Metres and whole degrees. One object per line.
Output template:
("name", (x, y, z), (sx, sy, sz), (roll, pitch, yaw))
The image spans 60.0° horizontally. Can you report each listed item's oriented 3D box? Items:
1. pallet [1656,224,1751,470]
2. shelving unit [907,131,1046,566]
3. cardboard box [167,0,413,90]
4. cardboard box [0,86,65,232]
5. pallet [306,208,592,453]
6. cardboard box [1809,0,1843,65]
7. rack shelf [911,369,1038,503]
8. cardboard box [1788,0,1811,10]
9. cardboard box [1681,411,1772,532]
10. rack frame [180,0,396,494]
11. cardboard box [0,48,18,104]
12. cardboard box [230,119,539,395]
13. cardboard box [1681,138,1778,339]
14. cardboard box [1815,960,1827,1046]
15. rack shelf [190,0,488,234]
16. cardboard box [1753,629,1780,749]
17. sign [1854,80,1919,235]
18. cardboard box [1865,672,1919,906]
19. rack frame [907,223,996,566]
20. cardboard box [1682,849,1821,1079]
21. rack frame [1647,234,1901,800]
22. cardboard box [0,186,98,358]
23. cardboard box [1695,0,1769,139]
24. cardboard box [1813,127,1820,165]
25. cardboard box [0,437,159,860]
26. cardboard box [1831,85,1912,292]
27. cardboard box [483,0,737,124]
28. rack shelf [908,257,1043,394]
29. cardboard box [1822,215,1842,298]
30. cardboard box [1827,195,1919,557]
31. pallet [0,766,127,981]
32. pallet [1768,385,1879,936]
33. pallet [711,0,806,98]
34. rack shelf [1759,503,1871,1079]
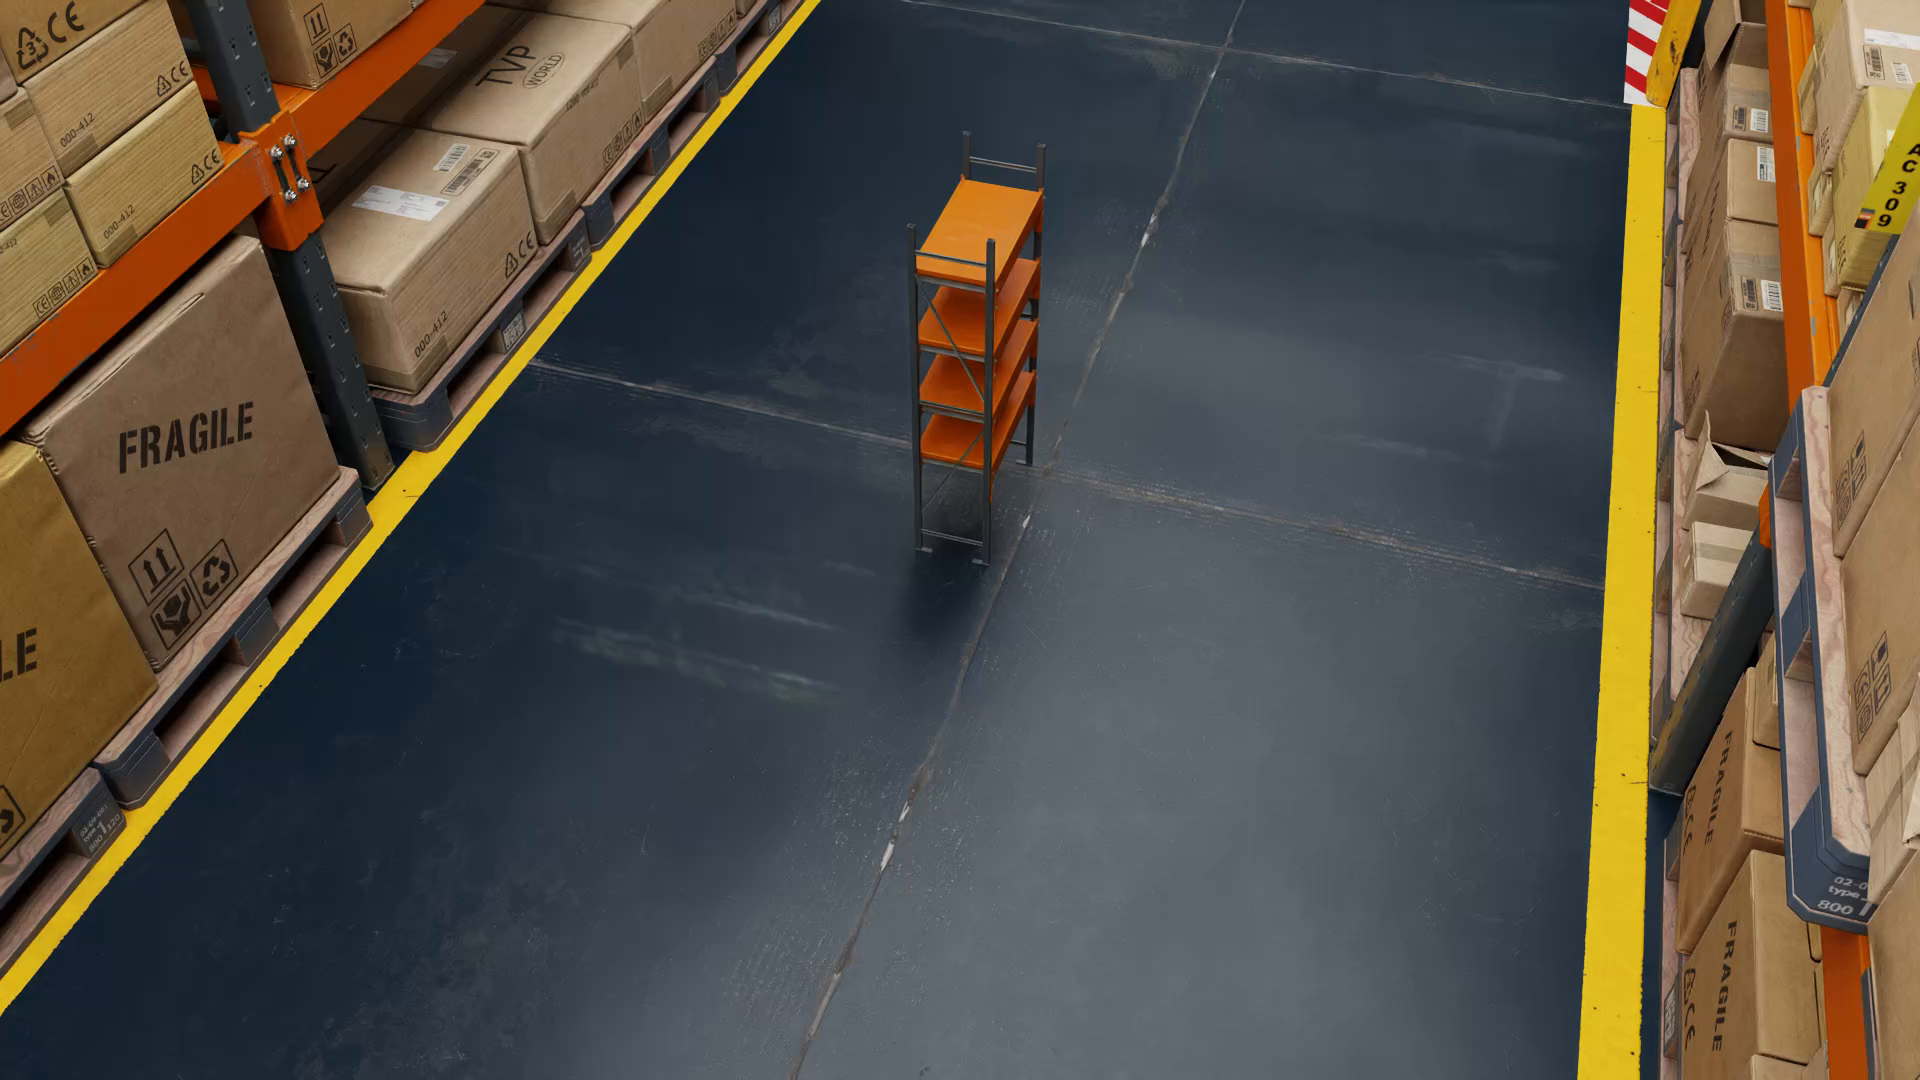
("pallet", (2.952, -0.598, 5.710), (1.003, 0.211, 1.213), (13, 46, 13))
("shelving unit", (0.050, -0.539, 4.943), (0.258, 1.200, 0.503), (13, 46, 13))
("cardboard box", (-1.964, -1.663, 4.733), (0.500, 0.500, 0.500), (14, 46, 14))
("cardboard box", (-2.402, -0.815, 3.688), (0.500, 0.250, 0.500), (14, 46, 13))
("pallet", (-2.051, -0.864, 5.982), (1.003, 0.211, 1.213), (13, 46, 13))
("cardboard box", (2.599, -1.432, 4.463), (0.500, 0.250, 0.500), (12, 46, 12))
("rack shelf", (0.050, -0.349, 5.129), (0.258, 0.148, 0.480), (13, 46, 13))
("cardboard box", (2.728, -1.709, 5.031), (0.380, 0.149, 0.250), (14, 46, 13))
("cardboard box", (2.373, -0.166, 4.929), (0.396, 0.266, 0.258), (14, 46, 14))
("rack frame", (-2.356, -1.370, 4.505), (1.000, 3.000, 0.127), (13, 46, 13))
("cardboard box", (-2.401, -1.066, 3.408), (0.500, 0.500, 0.500), (13, 46, 13))
("cardboard box", (-2.063, -1.000, 5.659), (0.875, 0.438, 0.875), (12, 46, 12))
("cardboard box", (2.760, -0.964, 5.577), (0.500, 0.500, 0.500), (13, 46, 13))
("cardboard box", (1.867, 0.933, 3.175), (0.380, 0.149, 0.250), (12, 46, 12))
("rack shelf", (-1.750, -2.446, 6.119), (1.077, 0.370, 4.000), (13, 46, 13))
("cardboard box", (2.014, 0.373, 3.747), (0.380, 0.149, 0.250), (15, 46, 14))
("sign", (1.856, -0.740, 3.243), (0.100, 0.325, 0.005), (13, 46, 13))
("cardboard box", (1.589, 0.422, 2.470), (0.396, 0.266, 0.258), (15, 46, 14))
("rack frame", (-0.024, -0.377, 4.777), (0.240, 1.200, 0.015), (13, 46, 13))
("cardboard box", (1.863, 1.054, 3.515), (0.500, 0.500, 0.500), (12, 46, 12))
("rack frame", (2.376, -0.321, 3.434), (1.000, 3.000, 0.127), (13, 46, 13))
("cardboard box", (-2.407, -0.625, 3.851), (0.500, 0.250, 0.500), (12, 46, 12))
("cardboard box", (3.312, -1.858, 6.488), (0.797, 0.503, 0.637), (11, 45, 11))
("cardboard box", (2.451, -1.023, 4.330), (0.380, 0.149, 0.250), (14, 46, 14))
("cardboard box", (-2.733, 0.273, 4.045), (0.875, 0.875, 0.875), (14, 46, 14))
("cardboard box", (2.298, -0.765, 3.782), (0.500, 0.250, 0.500), (14, 46, 14))
("cardboard box", (-1.518, -2.198, 6.883), (0.875, 0.438, 0.875), (14, 46, 14))
("rack shelf", (0.050, -0.651, 4.834), (0.258, 0.148, 0.480), (13, 46, 13))
("cardboard box", (2.290, -0.676, 3.975), (0.380, 0.149, 0.250), (14, 46, 14))
("cardboard box", (2.016, -0.232, 2.971), (0.700, 0.500, 0.500), (14, 46, 14))
("pallet", (-2.885, 0.973, 4.105), (1.003, 0.211, 1.213), (13, 46, 13))
("pallet", (2.030, 0.257, 2.980), (1.003, 0.211, 1.213), (13, 46, 13))
("pallet", (-1.312, -2.490, 7.644), (1.003, 0.211, 1.213), (13, 46, 13))
("rack shelf", (1.770, 1.269, 2.323), (1.077, 0.370, 4.000), (13, 46, 13))
